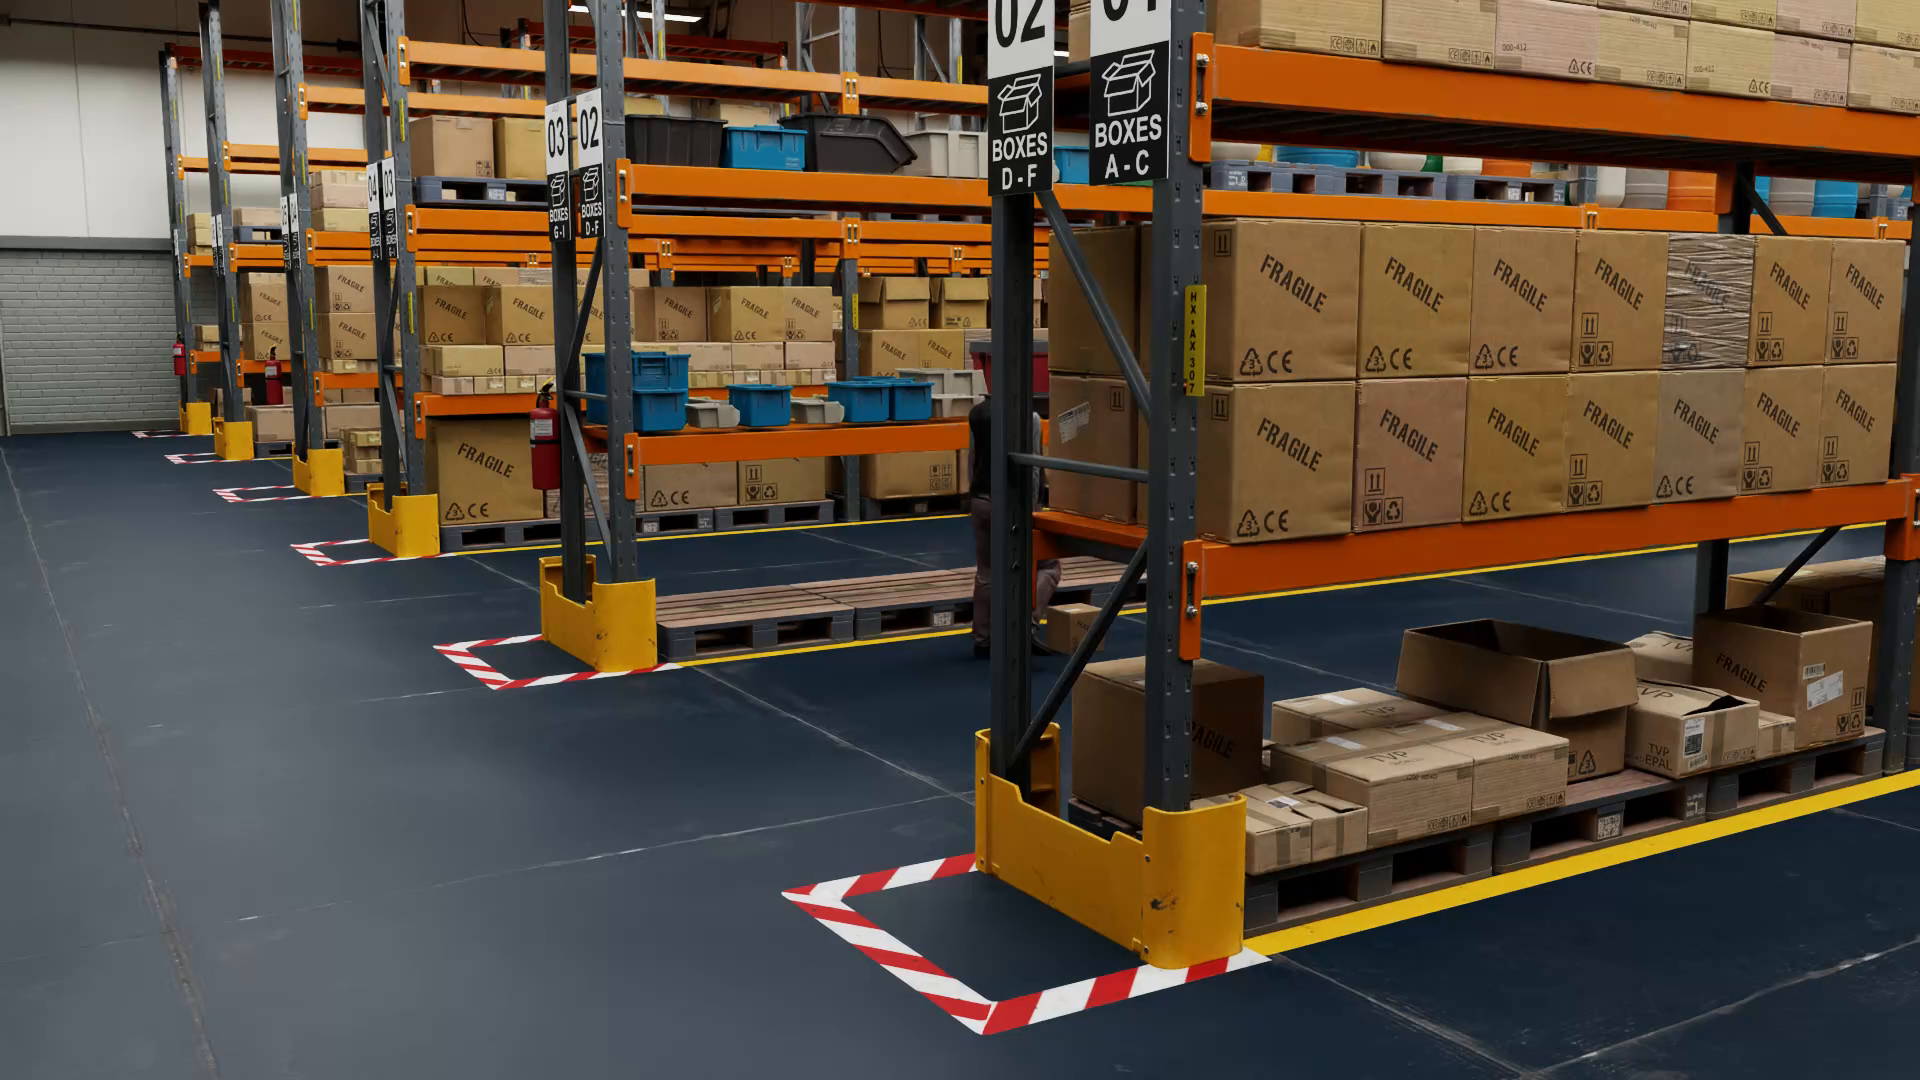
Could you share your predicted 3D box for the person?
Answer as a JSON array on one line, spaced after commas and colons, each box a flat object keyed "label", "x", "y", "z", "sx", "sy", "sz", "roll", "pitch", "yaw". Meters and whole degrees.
[{"label": "person", "x": 0.278, "y": -0.171, "z": 9.490, "sx": 0.600, "sy": 1.709, "sz": 0.444, "roll": 6, "pitch": 10, "yaw": 36}]
